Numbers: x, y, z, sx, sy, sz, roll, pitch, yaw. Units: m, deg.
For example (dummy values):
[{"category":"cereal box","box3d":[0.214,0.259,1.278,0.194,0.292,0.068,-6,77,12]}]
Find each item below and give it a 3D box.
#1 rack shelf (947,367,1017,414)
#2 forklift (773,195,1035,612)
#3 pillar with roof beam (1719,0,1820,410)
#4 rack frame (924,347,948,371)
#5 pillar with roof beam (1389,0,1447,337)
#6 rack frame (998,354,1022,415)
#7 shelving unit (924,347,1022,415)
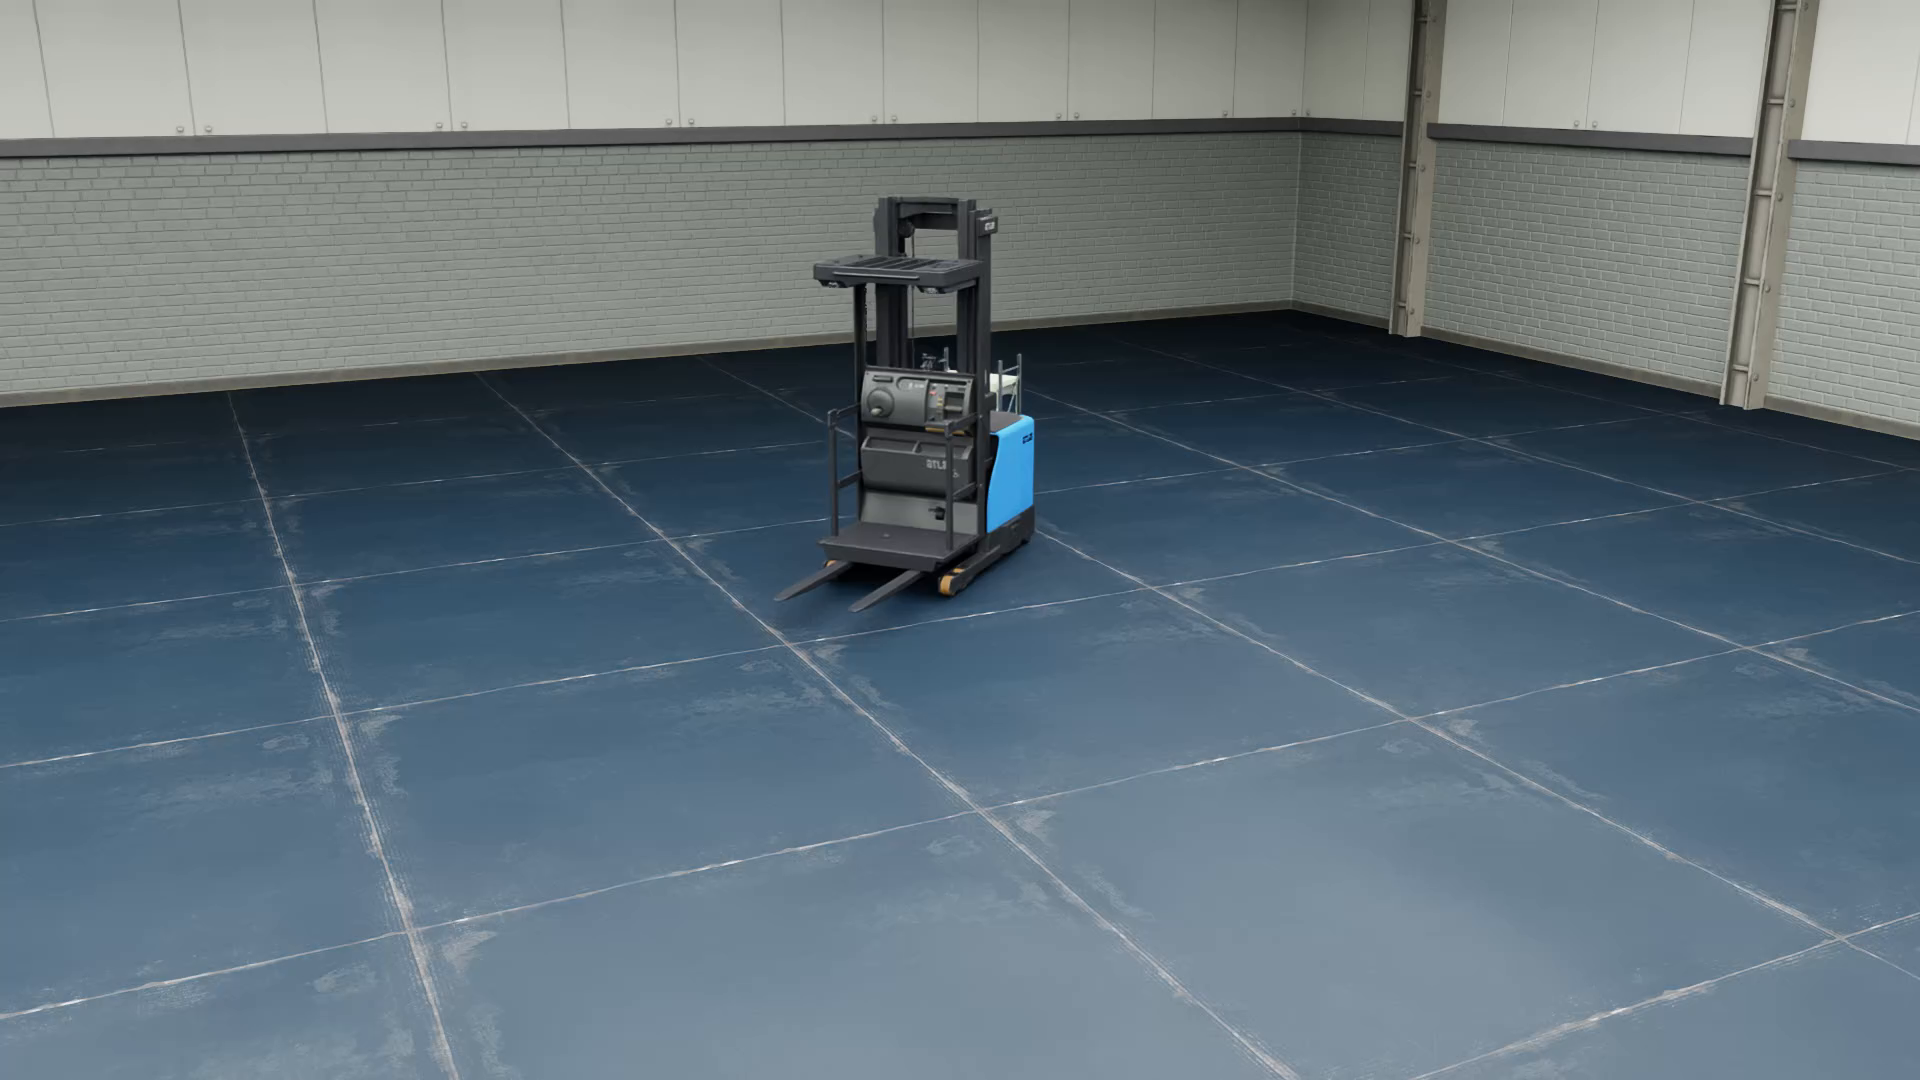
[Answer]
[{"category":"rack shelf","box3d":[0.109,-1.272,14.548,0.720,0.370,0.431,9,18,27]},{"category":"forklift","box3d":[-0.424,-1.110,12.804,1.130,2.935,3.031,7,17,23]},{"category":"pillar with roof beam","box3d":[5.453,-5.406,16.774,9.100,9.000,0.400,-8,18,-25]},{"category":"rack frame","box3d":[-0.212,-0.945,14.824,0.023,1.500,0.400,9,18,27]},{"category":"pillar with roof beam","box3d":[2.824,-6.894,21.958,9.100,9.000,0.400,-8,18,-25]},{"category":"rack frame","box3d":[0.430,-0.848,14.487,0.023,1.500,0.400,9,18,27]},{"category":"shelving unit","box3d":[0.109,-0.896,14.656,0.755,1.500,0.431,9,18,27]}]
